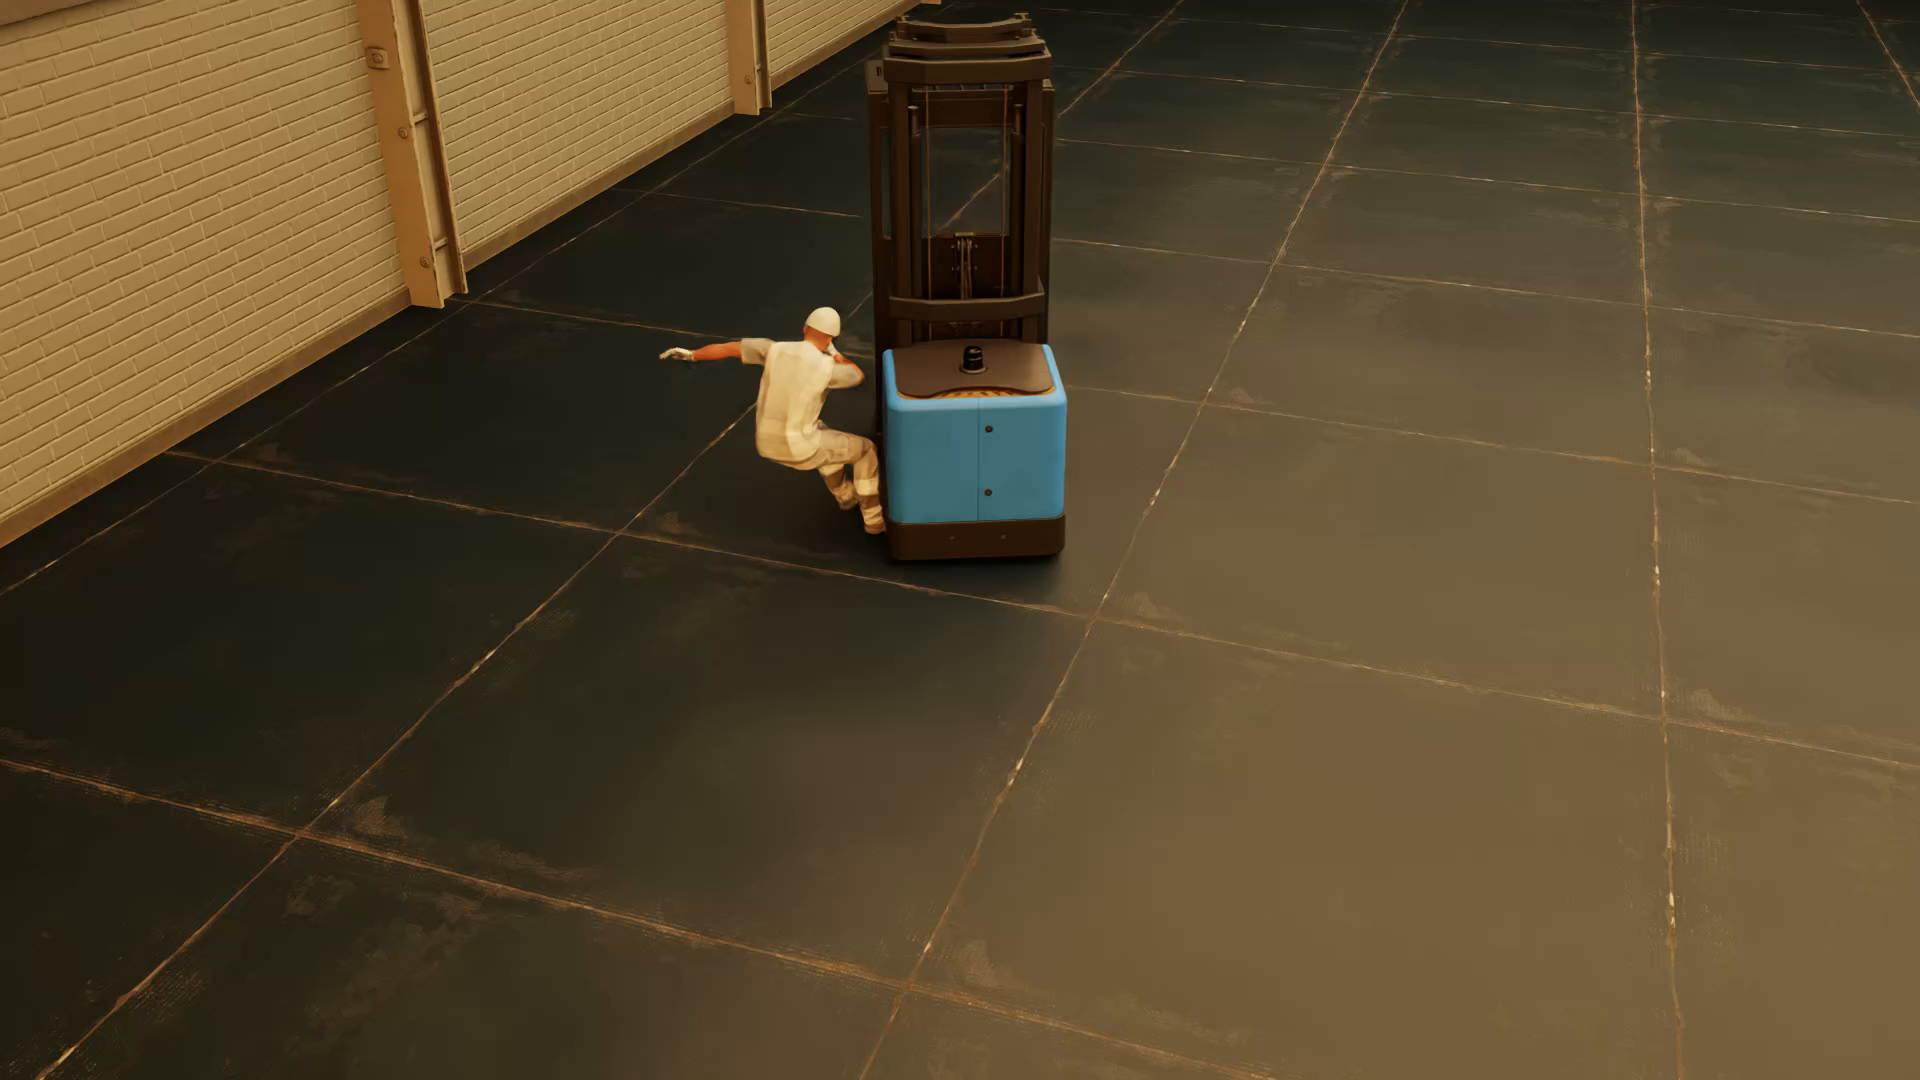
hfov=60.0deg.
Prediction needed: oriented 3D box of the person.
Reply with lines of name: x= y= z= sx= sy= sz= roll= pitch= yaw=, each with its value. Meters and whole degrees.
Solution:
person: x=-1.010 y=-0.738 z=9.994 sx=1.311 sy=1.431 sz=0.843 roll=15 pitch=33 yaw=24

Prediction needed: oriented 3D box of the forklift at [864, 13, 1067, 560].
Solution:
forklift: x=-0.014 y=-1.855 z=10.390 sx=1.130 sy=2.935 sz=3.031 roll=-2 pitch=30 yaw=-4
